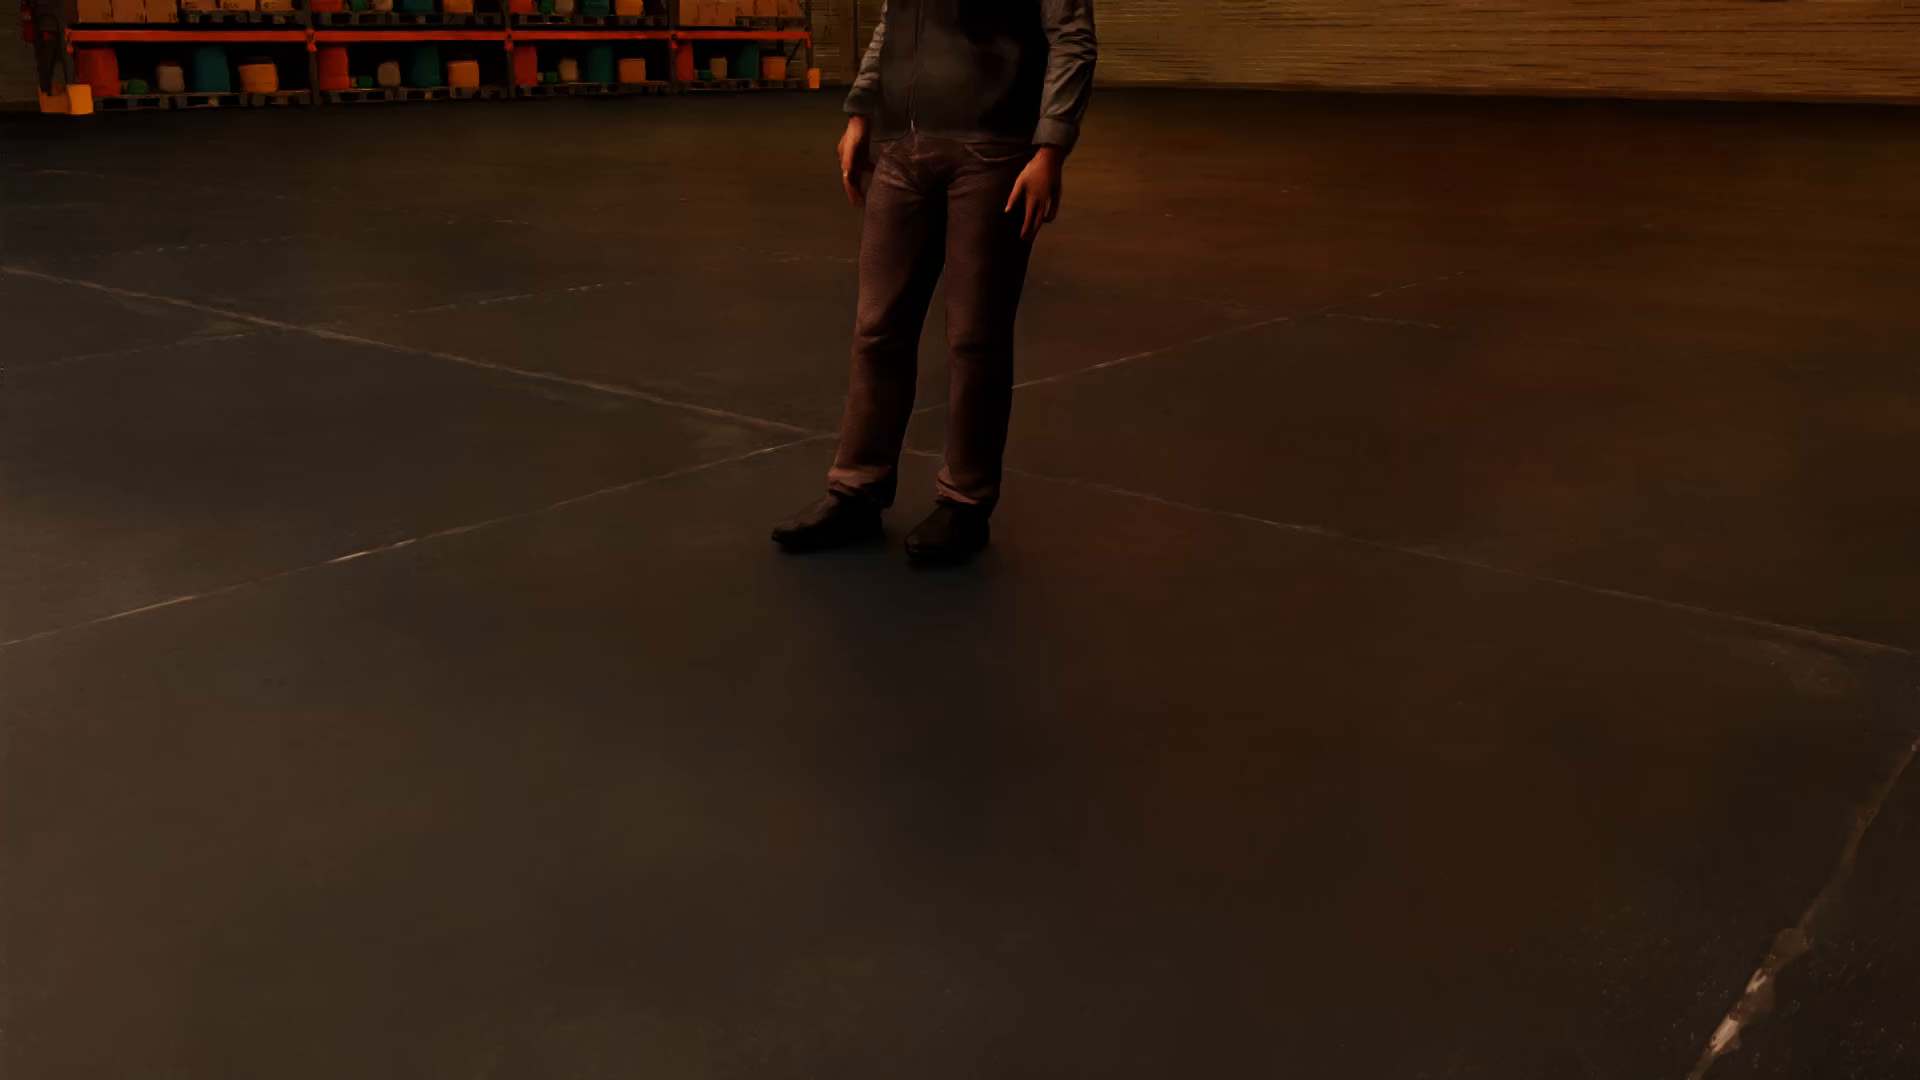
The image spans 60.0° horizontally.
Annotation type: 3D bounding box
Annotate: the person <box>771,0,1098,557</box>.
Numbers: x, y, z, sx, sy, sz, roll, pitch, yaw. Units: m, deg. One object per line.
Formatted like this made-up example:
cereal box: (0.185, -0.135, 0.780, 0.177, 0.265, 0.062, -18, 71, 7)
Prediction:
person: (-0.046, -0.818, 3.649, 0.632, 1.720, 0.567, 13, 21, 37)
